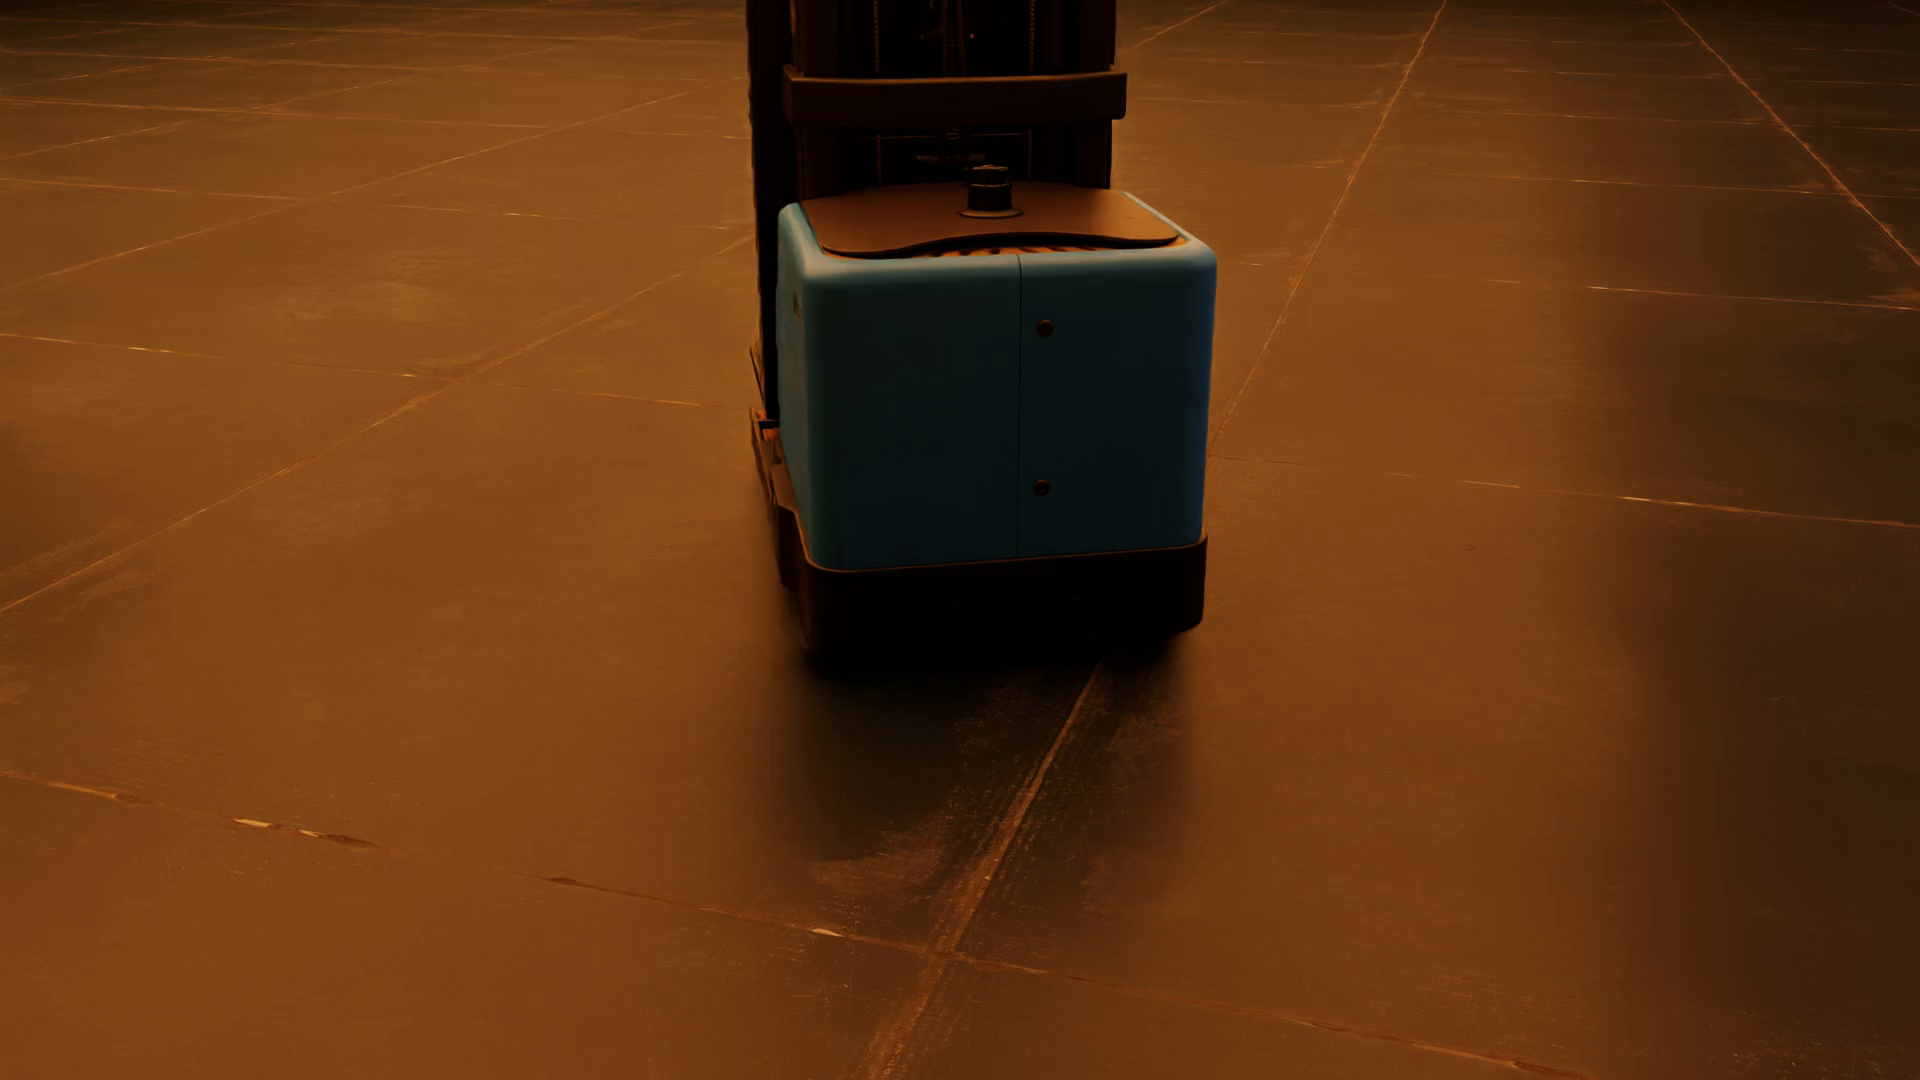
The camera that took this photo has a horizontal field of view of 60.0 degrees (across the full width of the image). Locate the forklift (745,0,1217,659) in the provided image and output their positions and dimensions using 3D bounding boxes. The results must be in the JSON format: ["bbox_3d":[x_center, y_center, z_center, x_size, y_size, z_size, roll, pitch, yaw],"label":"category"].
[{"bbox_3d":[-0.126,-1.585,5.120,1.130,2.935,3.031,-4,23,-10],"label":"forklift"}]
